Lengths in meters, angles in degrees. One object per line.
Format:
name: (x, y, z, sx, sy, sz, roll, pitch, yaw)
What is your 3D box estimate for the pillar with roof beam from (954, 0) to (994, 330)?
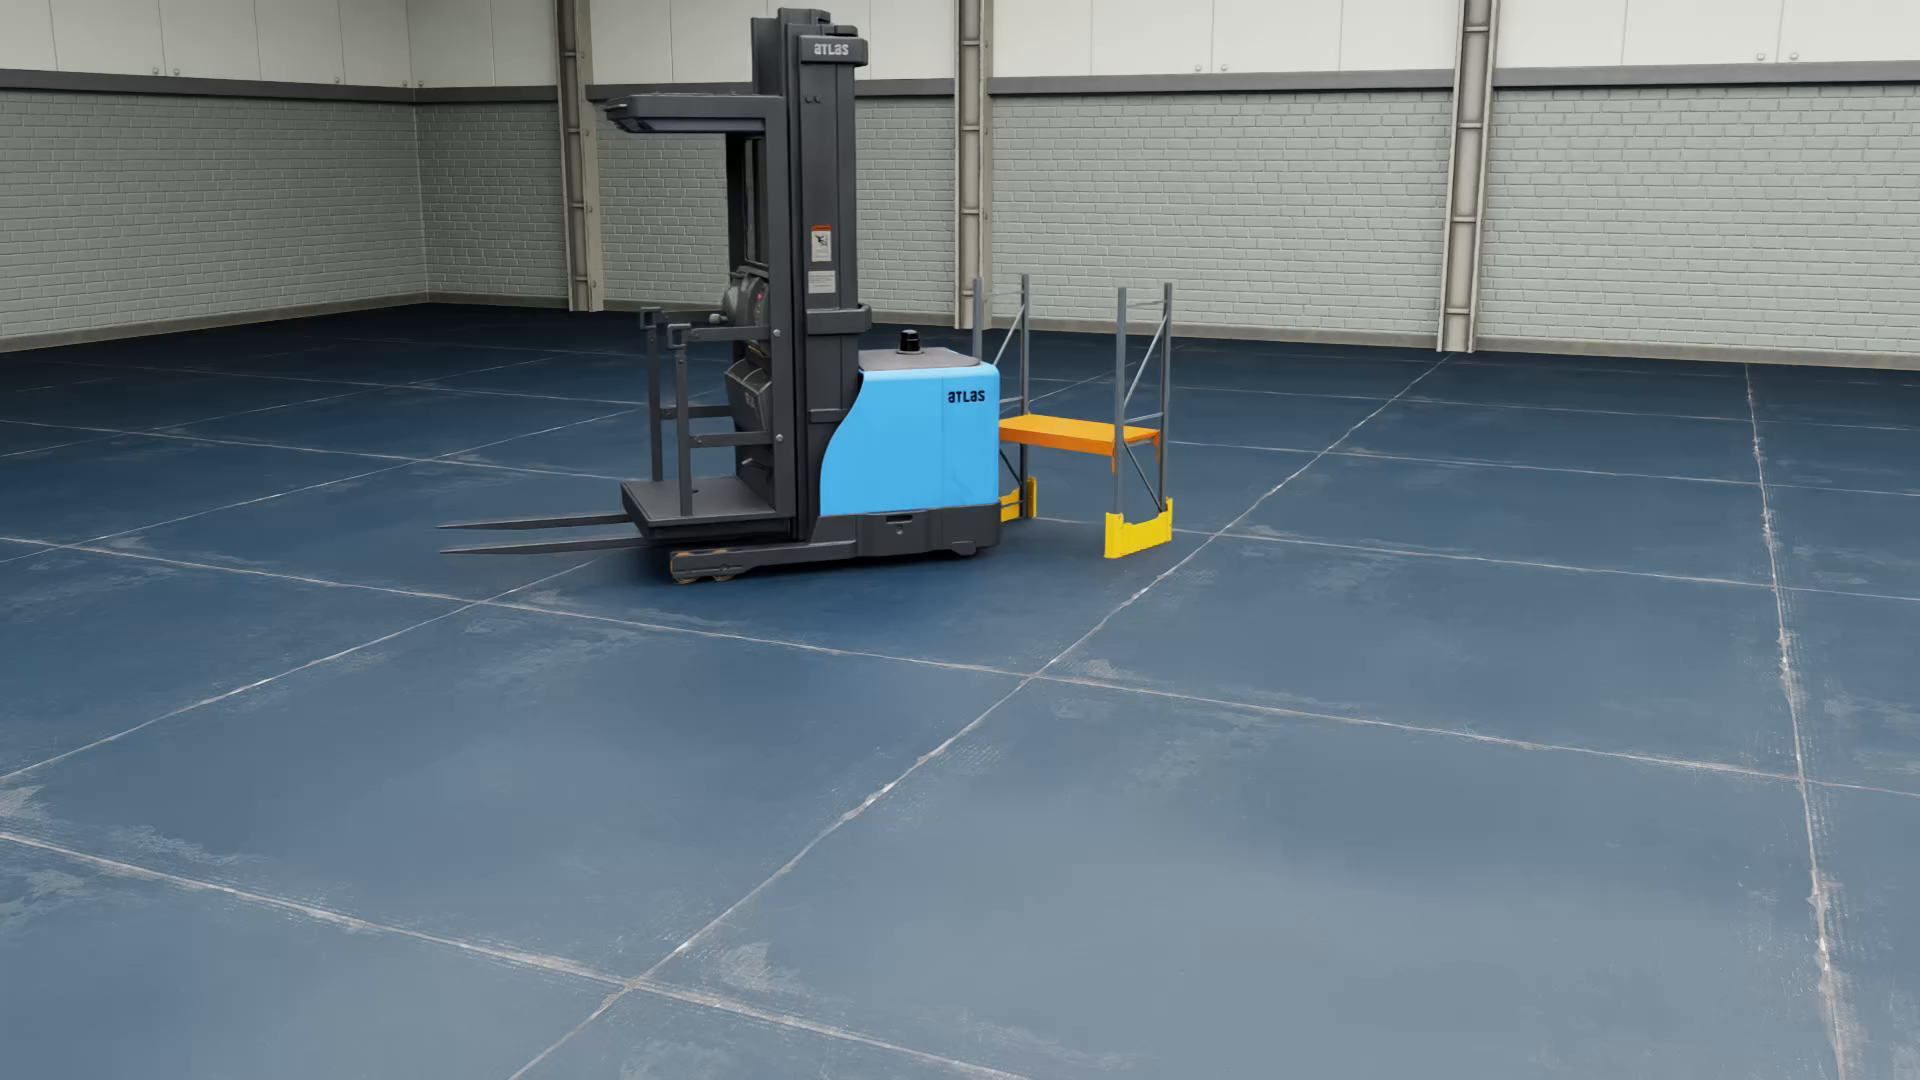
pillar with roof beam: (-1.573, -6.197, 16.466, 0.400, 9.000, 9.100, 6, 14, 23)

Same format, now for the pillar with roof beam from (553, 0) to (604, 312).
pillar with roof beam: (-7.058, -6.752, 18.832, 0.400, 9.000, 9.100, 6, 14, 23)

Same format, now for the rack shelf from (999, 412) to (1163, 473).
rack shelf: (0.637, -0.581, 9.737, 1.000, 0.185, 0.538, 11, 17, 39)

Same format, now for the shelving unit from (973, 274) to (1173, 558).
shelving unit: (0.644, -0.755, 9.690, 1.083, 1.500, 0.587, 11, 17, 39)

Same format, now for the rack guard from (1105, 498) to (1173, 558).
rack guard: (1.027, -0.074, 9.522, 0.087, 0.250, 0.587, 11, 17, 39)

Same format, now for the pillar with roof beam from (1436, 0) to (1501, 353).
pillar with roof beam: (3.913, -5.642, 14.100, 0.400, 9.000, 9.100, 6, 14, 23)

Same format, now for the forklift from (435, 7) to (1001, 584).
forklift: (-1.343, -1.332, 9.015, 3.031, 2.935, 1.130, -4, 14, -18)

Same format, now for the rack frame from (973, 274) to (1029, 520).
rack frame: (0.247, -0.831, 10.013, 0.032, 1.500, 0.500, 11, 17, 39)

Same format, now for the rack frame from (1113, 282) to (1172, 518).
rack frame: (1.028, -0.682, 9.378, 0.032, 1.500, 0.500, 11, 17, 39)

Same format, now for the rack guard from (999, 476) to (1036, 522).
rack guard: (0.262, -0.220, 10.143, 0.087, 0.250, 0.587, 11, 17, 39)
